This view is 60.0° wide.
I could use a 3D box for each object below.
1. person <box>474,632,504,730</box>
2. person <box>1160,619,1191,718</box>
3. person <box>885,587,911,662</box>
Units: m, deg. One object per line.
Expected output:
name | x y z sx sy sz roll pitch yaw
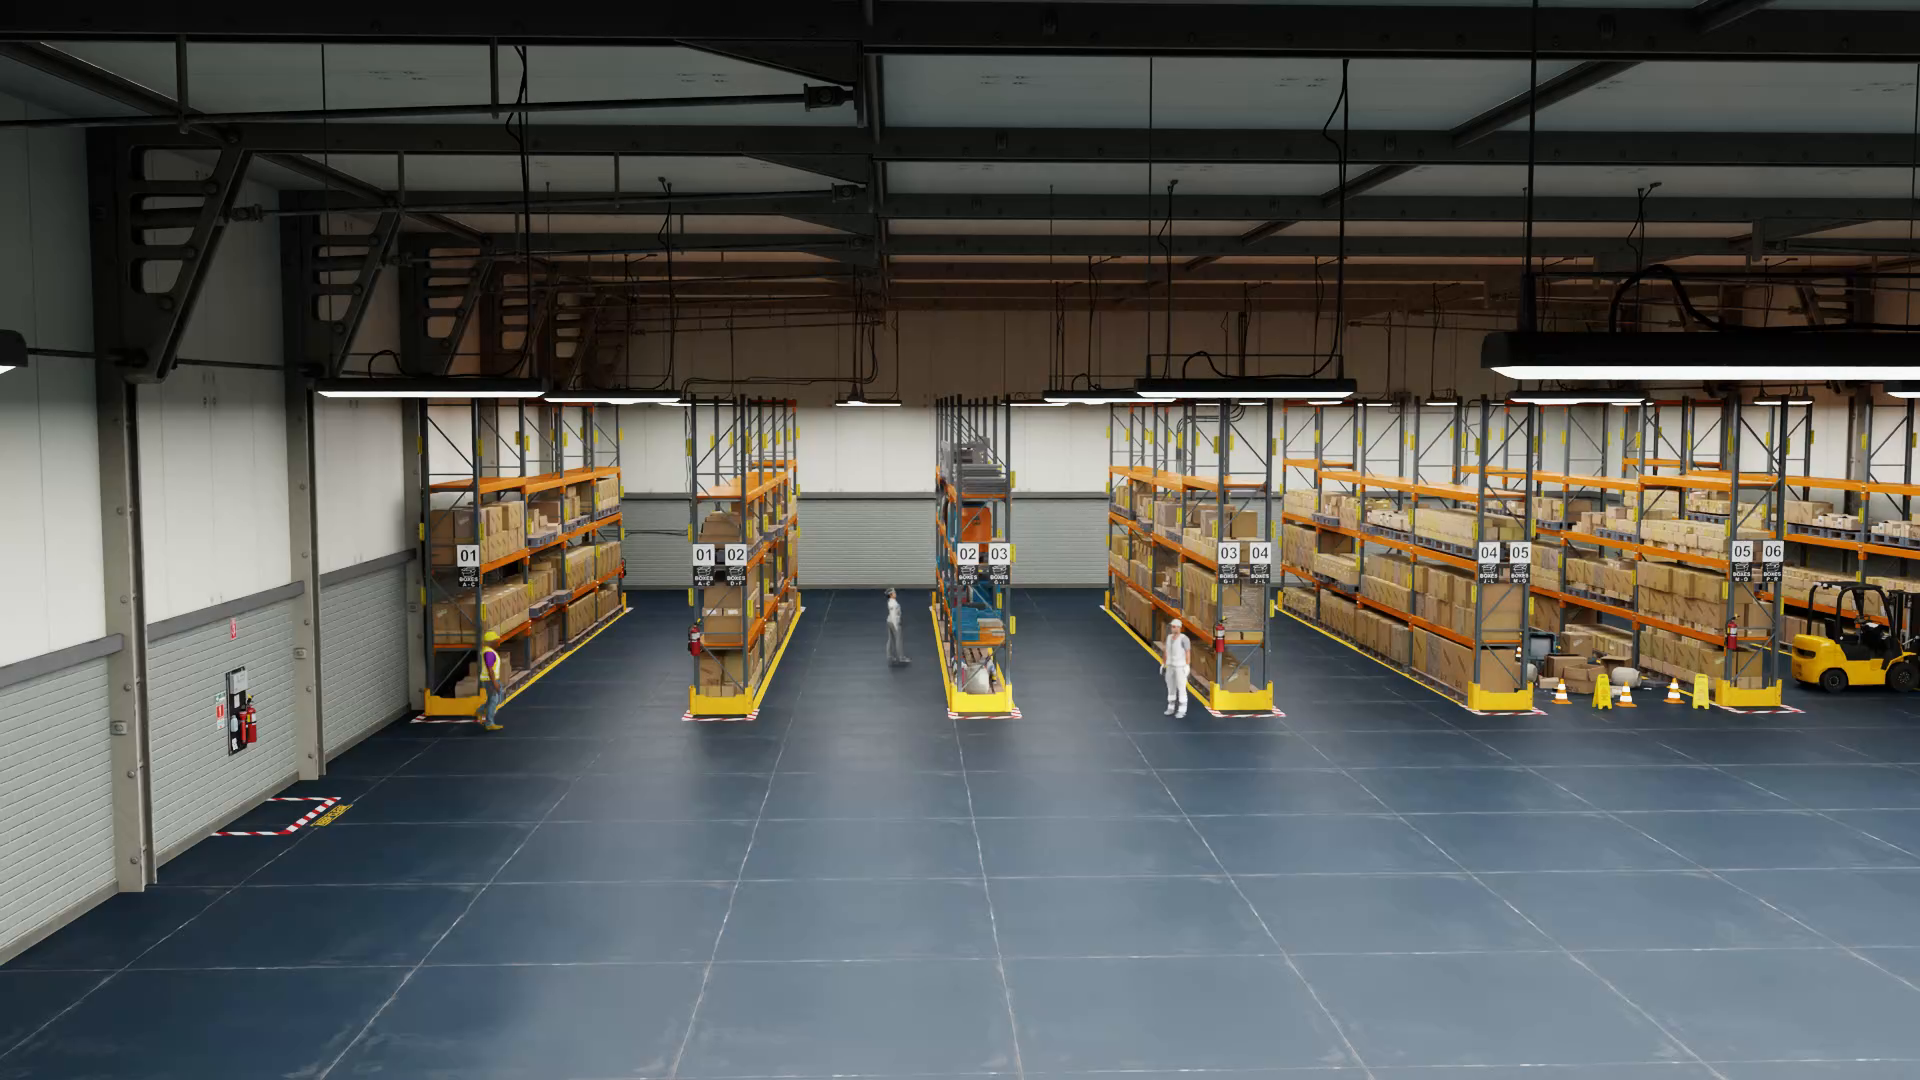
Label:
person | -8.412 2.501 29.570 0.555 1.757 0.578 0 5 -5
person | 4.004 2.382 31.086 0.593 1.808 0.387 4 6 44
person | -1.418 1.909 37.614 0.565 1.690 0.511 -1 5 -13
